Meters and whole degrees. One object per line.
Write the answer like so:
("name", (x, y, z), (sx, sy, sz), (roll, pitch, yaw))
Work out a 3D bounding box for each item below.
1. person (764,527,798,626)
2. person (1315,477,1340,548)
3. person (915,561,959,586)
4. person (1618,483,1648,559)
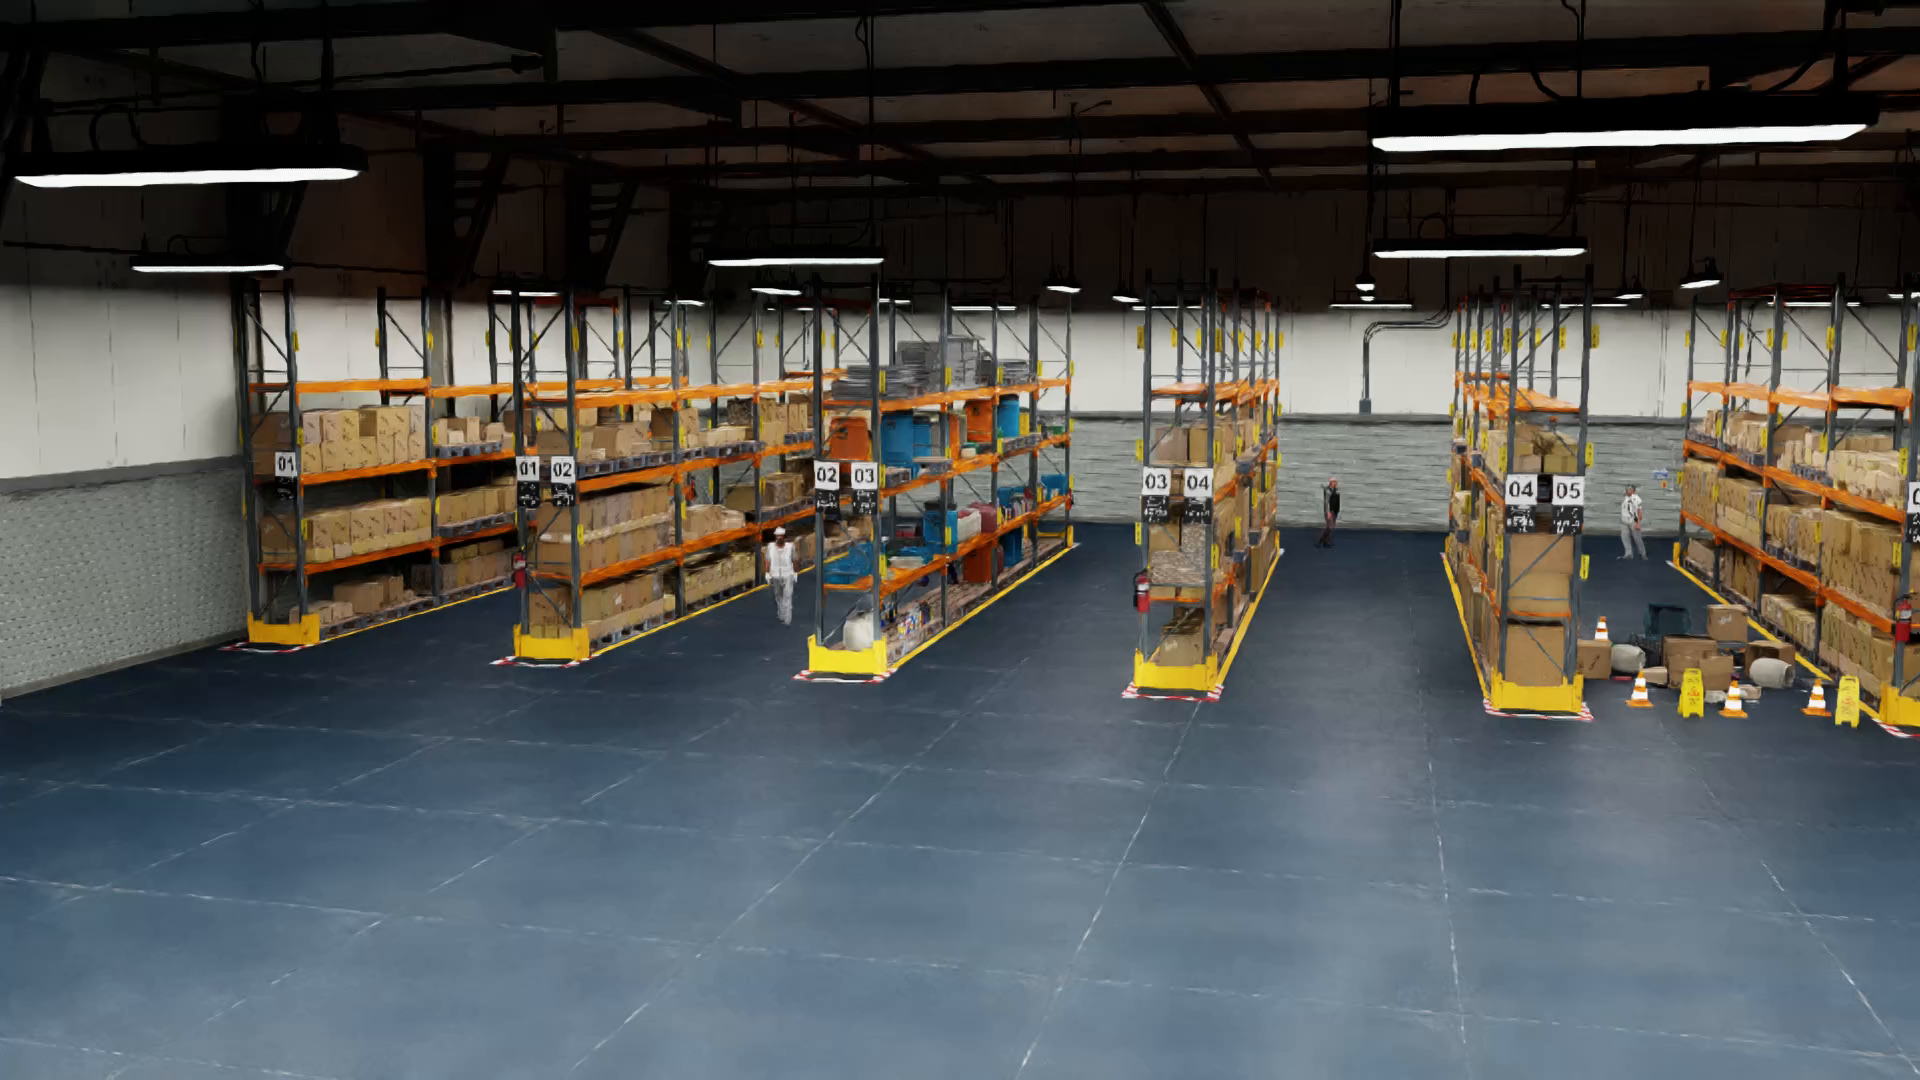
("person", (-3.170, 0.620, 29.366), (0.554, 1.724, 1.029), (1, 7, 6))
("person", (8.885, -0.669, 40.135), (0.471, 1.713, 0.698), (6, 9, 39))
("person", (-0.413, 0.081, 31.836), (0.531, 1.566, 0.935), (5, 8, 36))
("person", (15.472, -0.427, 38.143), (0.568, 1.748, 0.657), (-2, 7, -14))
